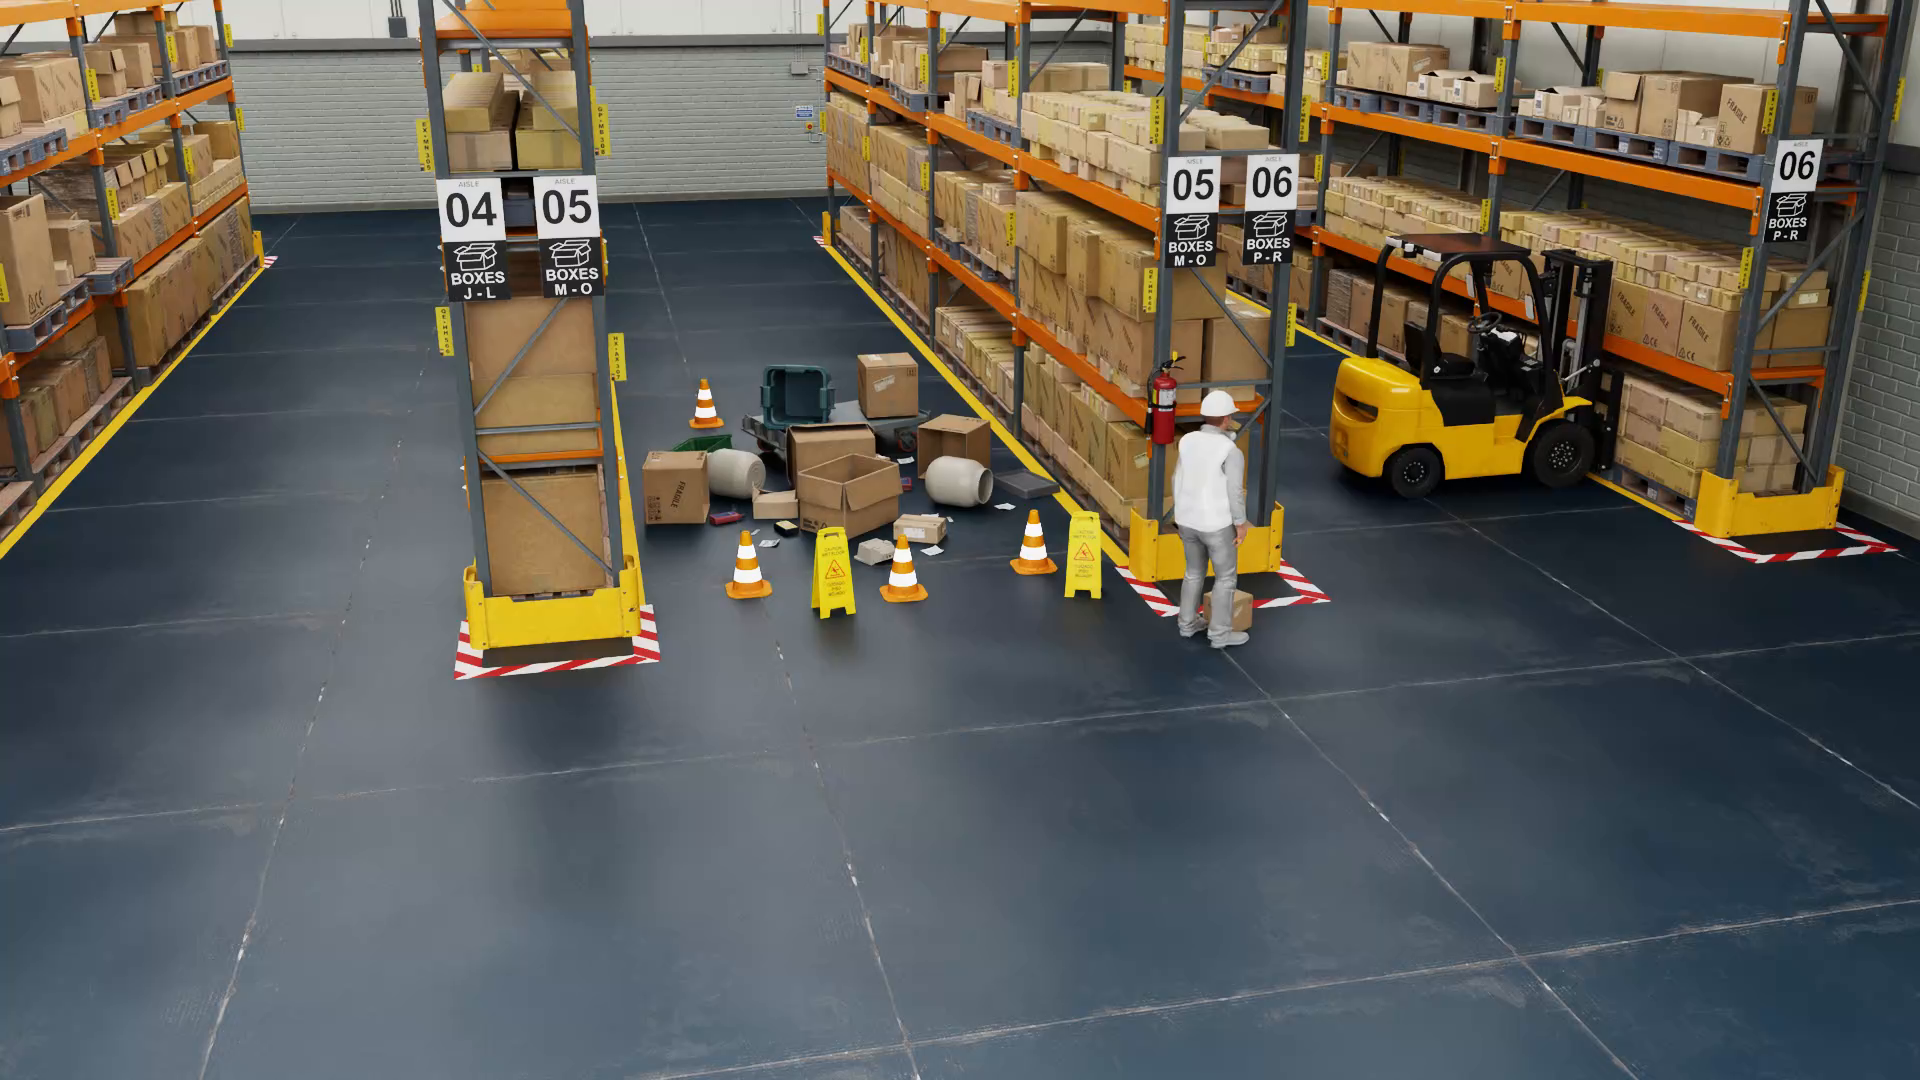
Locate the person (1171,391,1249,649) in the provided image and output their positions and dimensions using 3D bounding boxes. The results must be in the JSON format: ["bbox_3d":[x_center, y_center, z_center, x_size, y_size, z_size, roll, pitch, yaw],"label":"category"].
[{"bbox_3d":[1.720,-0.150,11.455,0.465,1.769,0.583,-18,26,-41],"label":"person"}]
